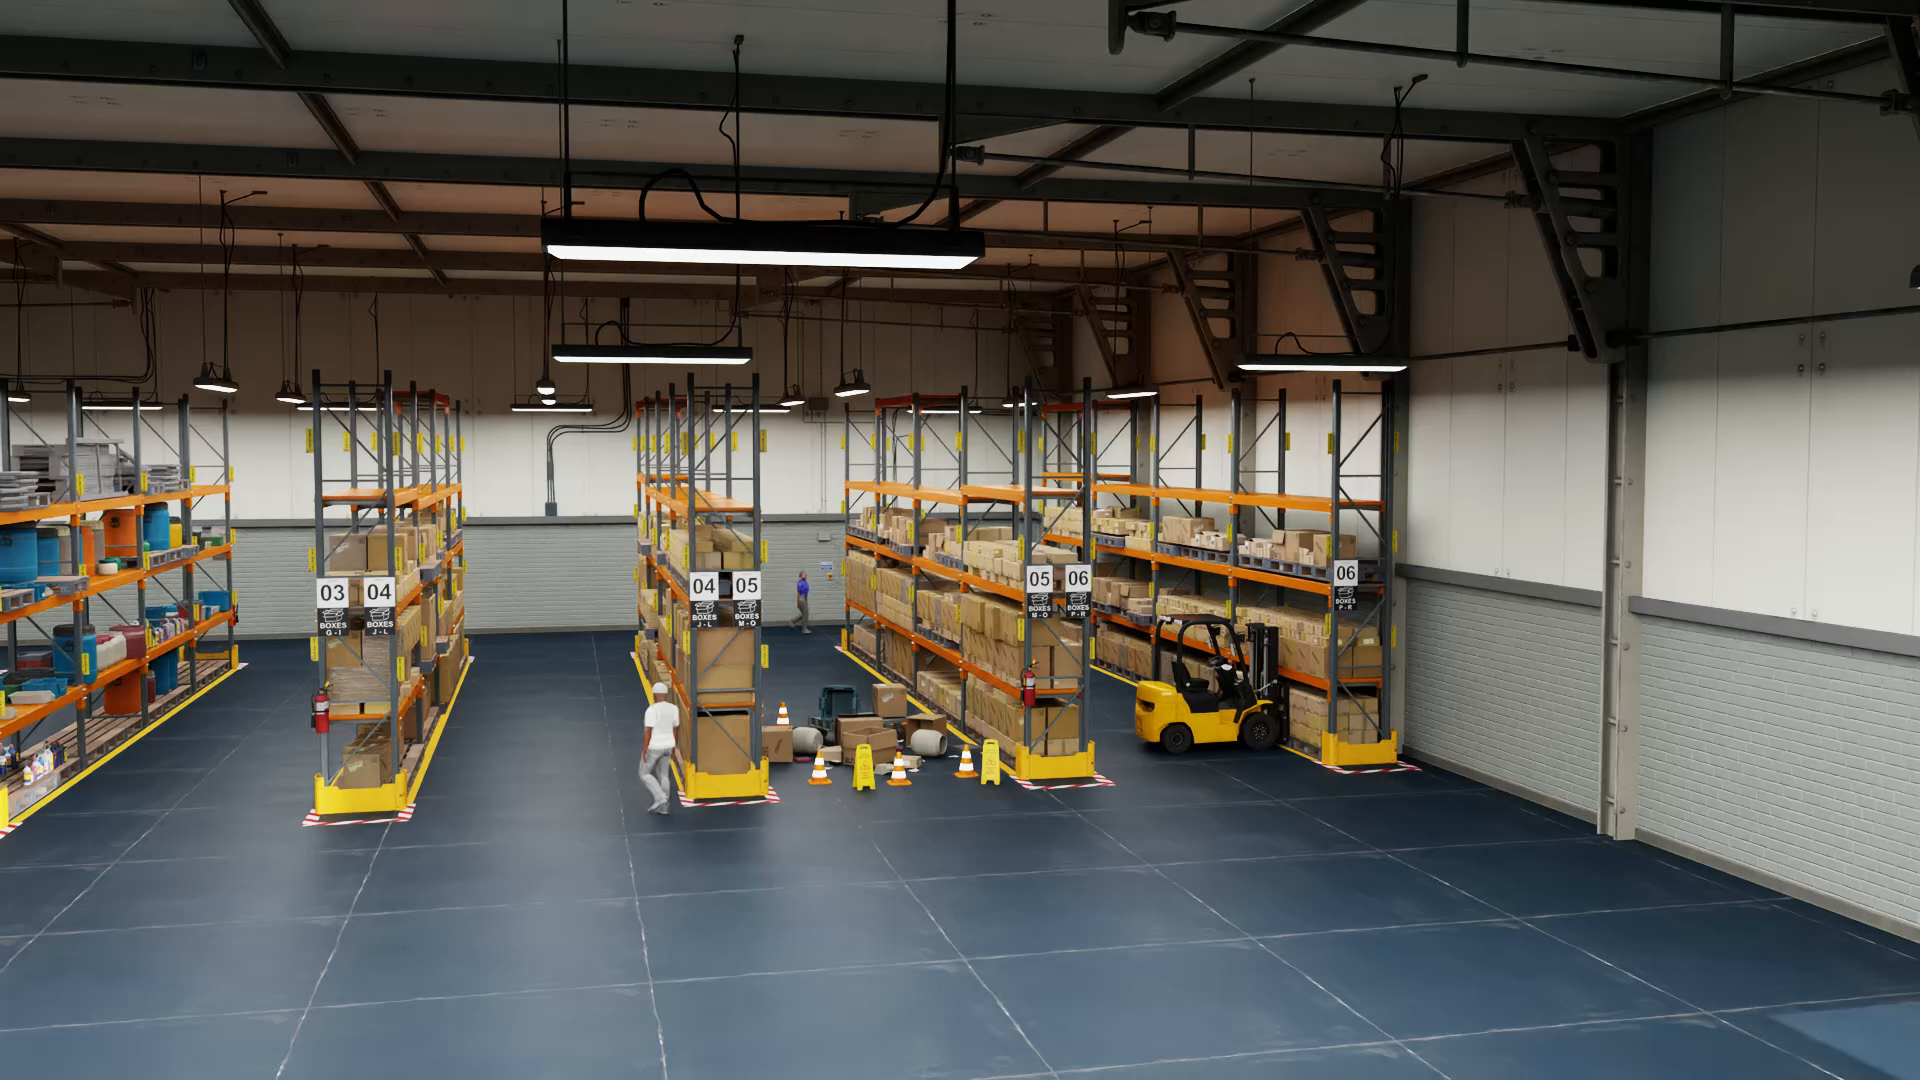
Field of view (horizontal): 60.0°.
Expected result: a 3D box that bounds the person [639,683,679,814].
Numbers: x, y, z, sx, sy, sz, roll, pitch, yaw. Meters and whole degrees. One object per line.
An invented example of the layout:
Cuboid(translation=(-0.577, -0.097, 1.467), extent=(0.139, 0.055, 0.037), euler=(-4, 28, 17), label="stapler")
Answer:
Cuboid(translation=(-4.043, 2.813, 22.465), extent=(0.472, 1.759, 0.616), euler=(3, 4, 41), label="person")

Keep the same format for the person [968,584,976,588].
Cuboid(translation=(0.235, 1.626, 43.815), extent=(0.478, 1.656, 0.506), euler=(-1, 4, -22), label="person")

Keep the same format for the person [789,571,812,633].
Cuboid(translation=(-4.216, 1.631, 43.963), extent=(0.666, 1.638, 0.419), euler=(0, 3, 5), label="person")
